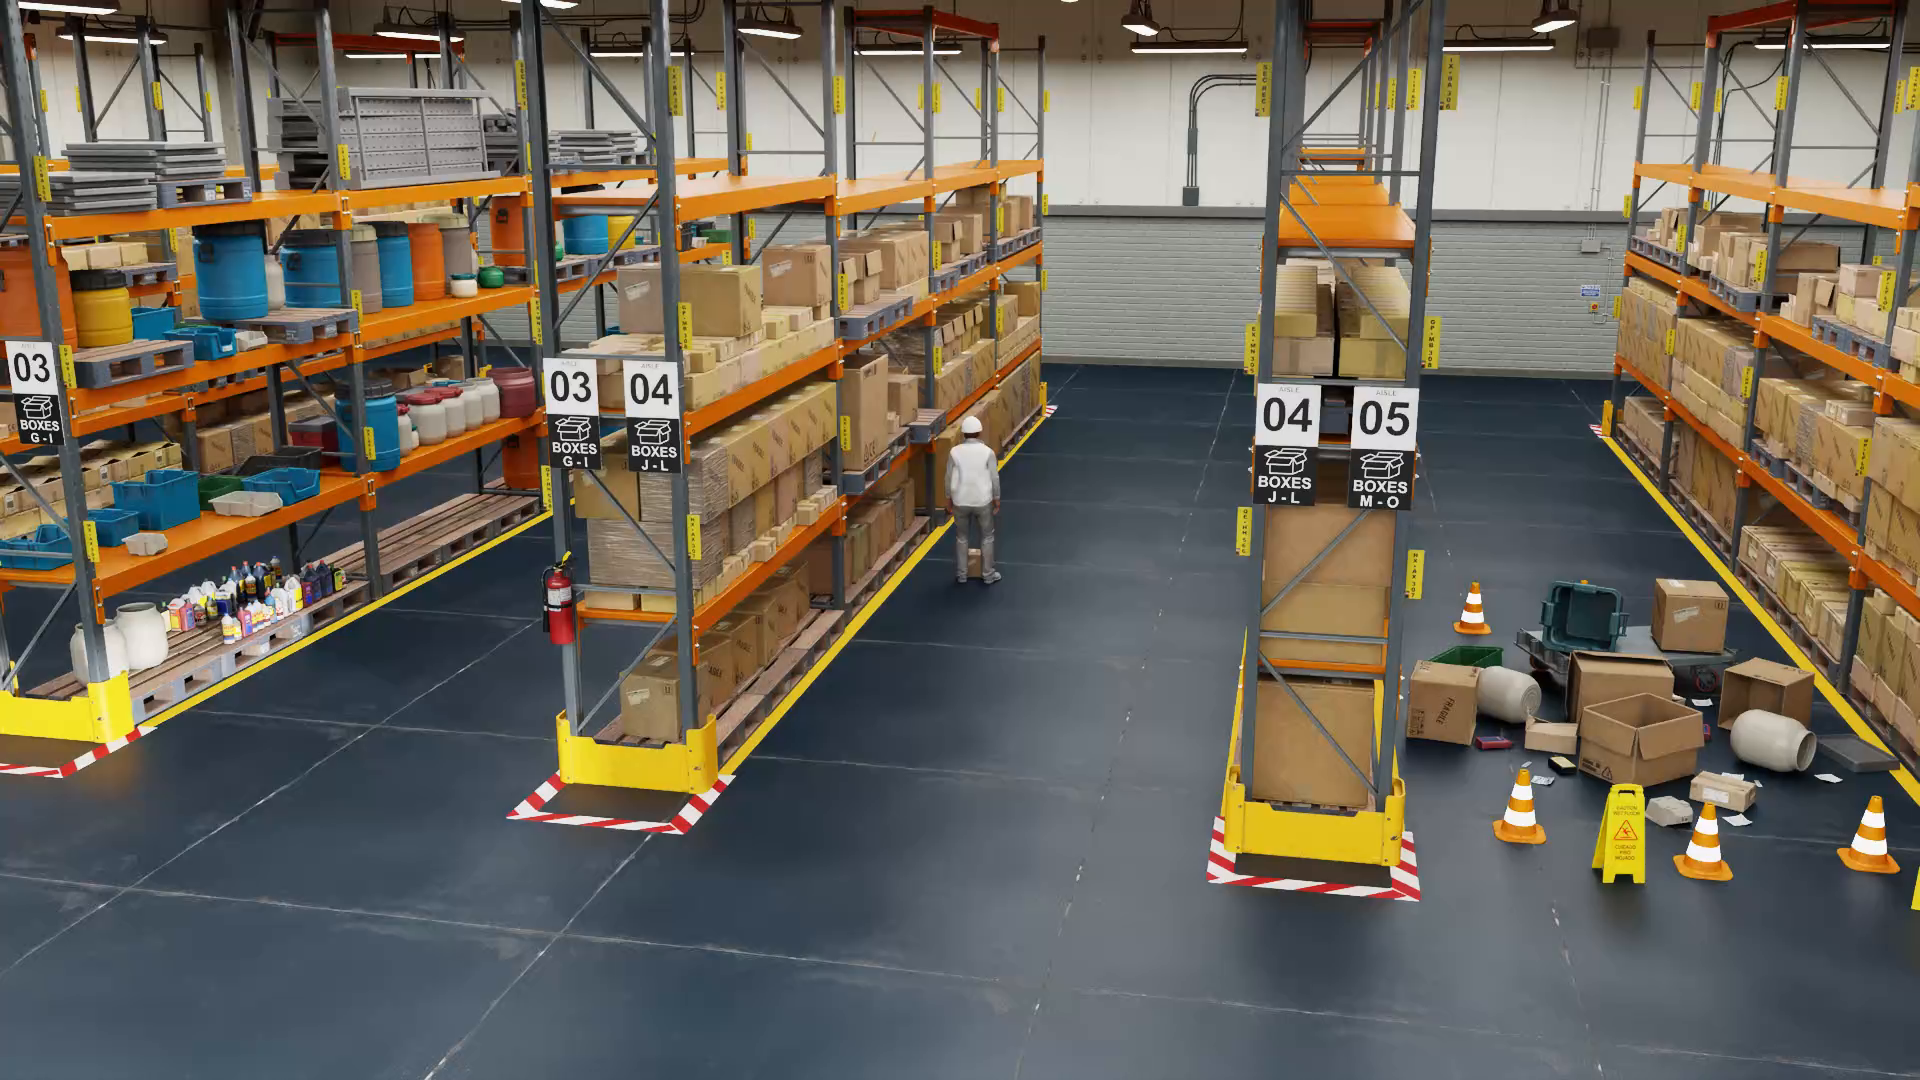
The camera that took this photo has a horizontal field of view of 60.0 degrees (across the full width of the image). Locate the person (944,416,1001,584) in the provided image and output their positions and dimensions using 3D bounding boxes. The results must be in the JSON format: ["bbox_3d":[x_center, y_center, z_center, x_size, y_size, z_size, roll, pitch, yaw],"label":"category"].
[{"bbox_3d":[0.134,-0.423,17.585,0.593,1.773,0.457,2,15,8],"label":"person"}]
